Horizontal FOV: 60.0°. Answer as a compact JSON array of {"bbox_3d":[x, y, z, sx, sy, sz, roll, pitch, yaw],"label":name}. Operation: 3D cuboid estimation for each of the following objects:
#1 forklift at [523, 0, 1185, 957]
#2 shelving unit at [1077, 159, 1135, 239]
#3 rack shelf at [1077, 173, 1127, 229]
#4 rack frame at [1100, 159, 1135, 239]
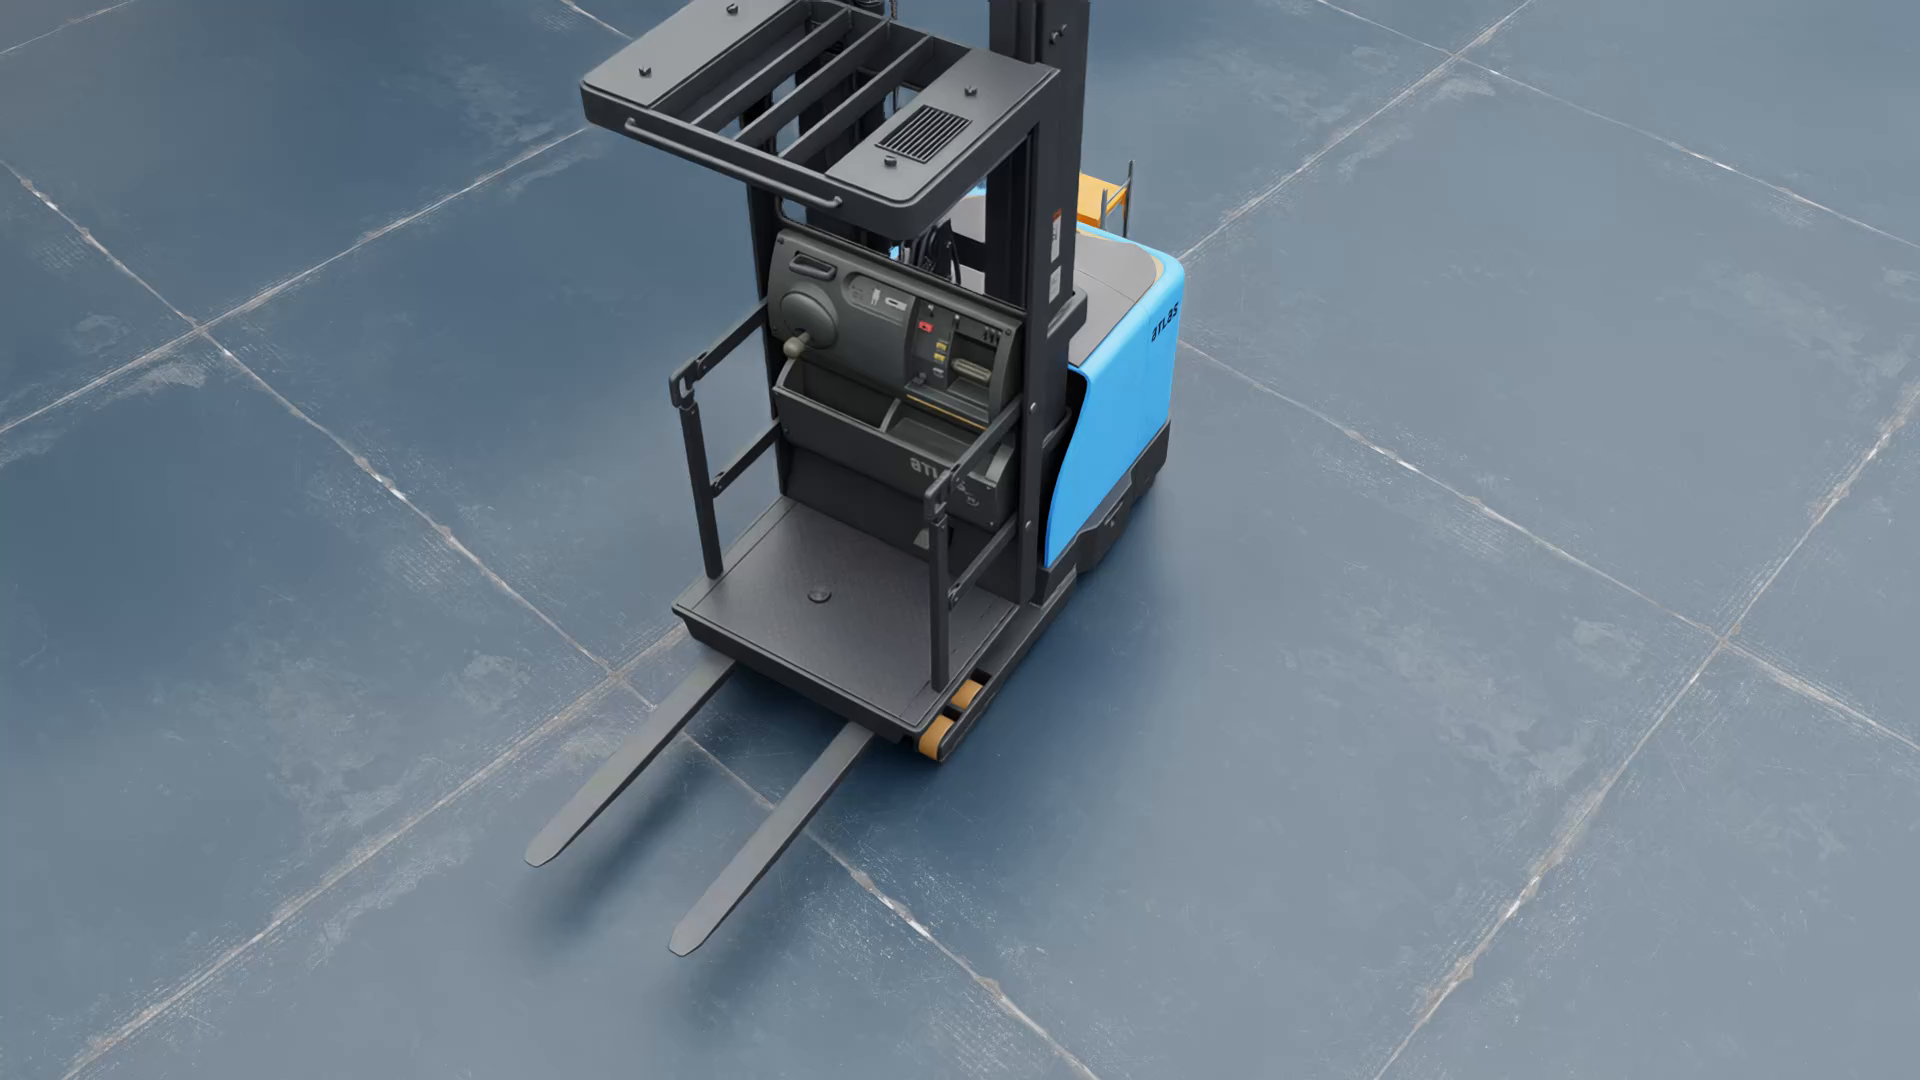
[{"bbox_3d":[-0.346,-0.604,5.307,1.130,2.935,3.031,25,52,21],"label":"forklift"},{"bbox_3d":[0.406,-1.096,6.956,0.503,1.200,0.258,24,51,21],"label":"shelving unit"},{"bbox_3d":[0.406,-1.365,6.670,0.480,0.148,0.258,24,51,21],"label":"rack shelf"},{"bbox_3d":[0.614,-1.002,6.868,0.015,1.200,0.240,24,51,21],"label":"rack frame"}]
